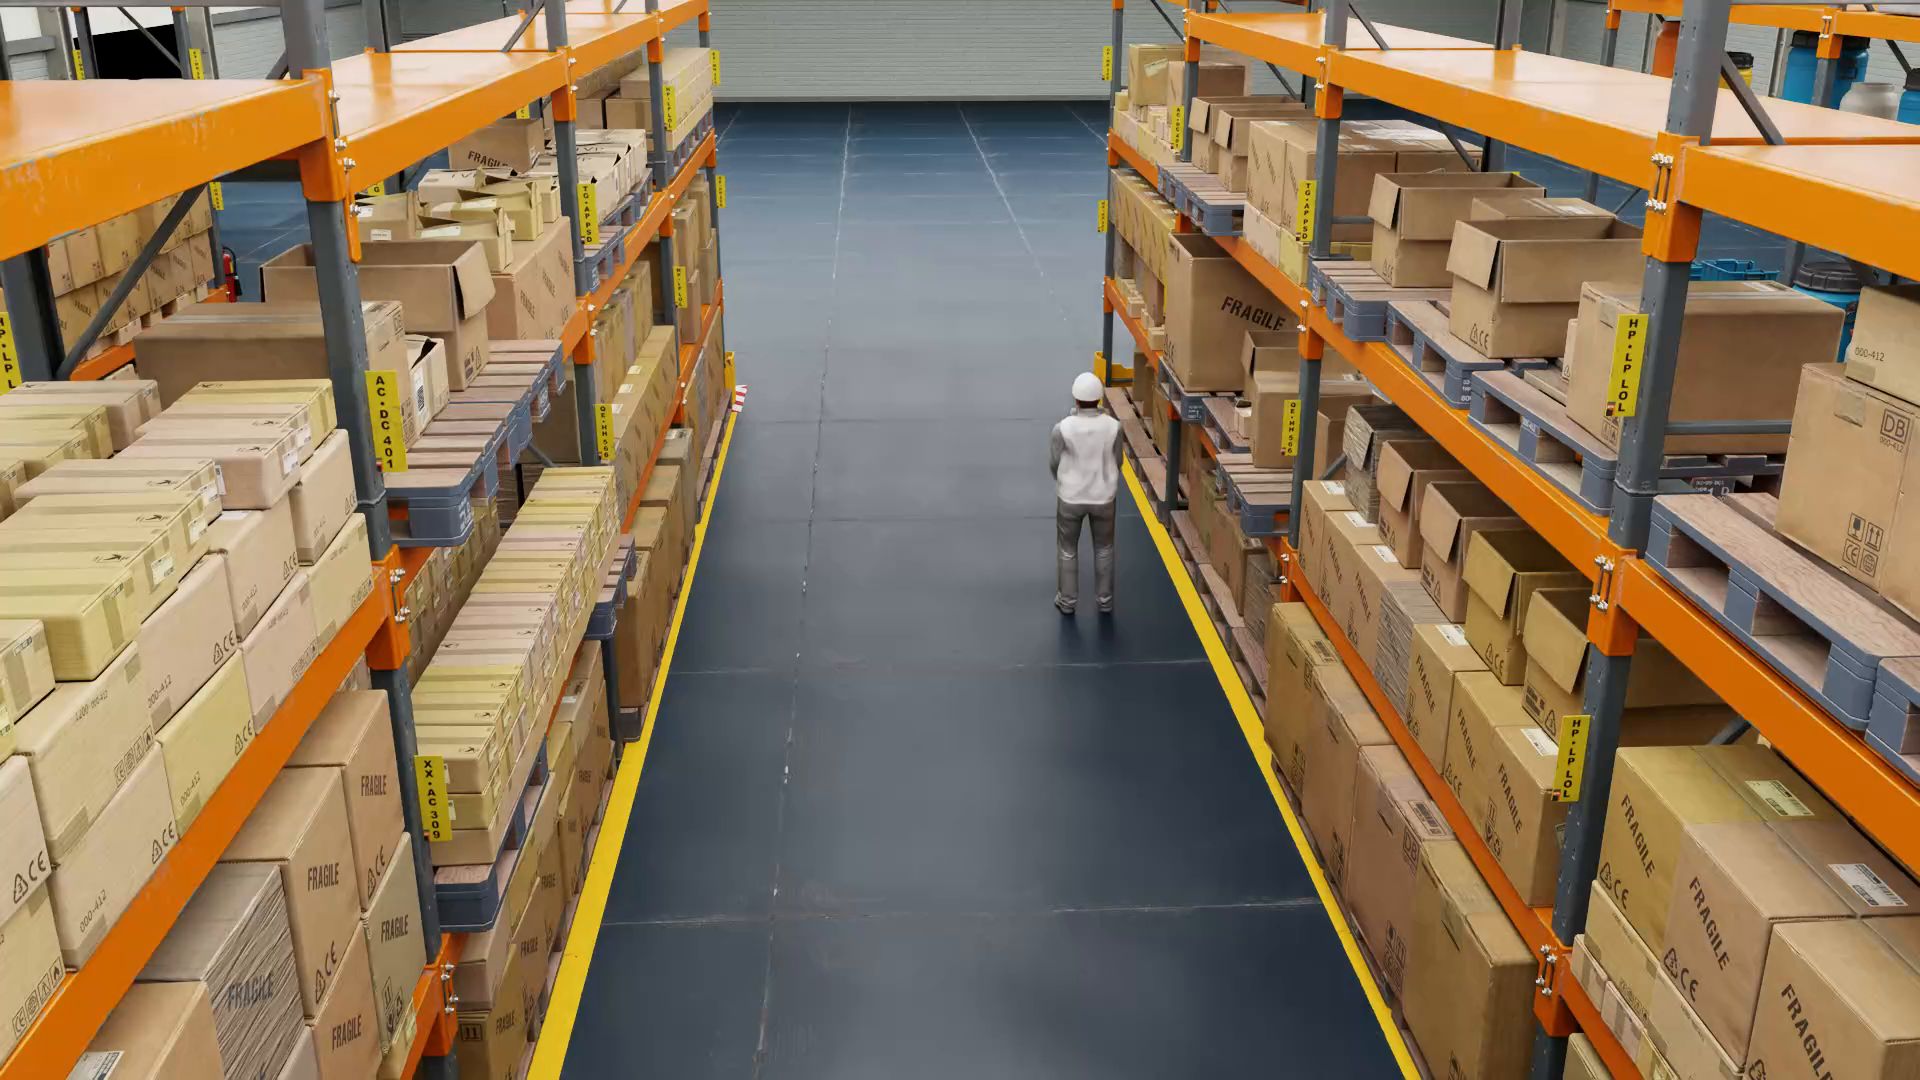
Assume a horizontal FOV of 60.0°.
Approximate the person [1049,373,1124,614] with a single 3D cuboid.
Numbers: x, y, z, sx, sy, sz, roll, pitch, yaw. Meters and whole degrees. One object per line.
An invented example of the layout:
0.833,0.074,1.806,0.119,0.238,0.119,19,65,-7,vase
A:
0.898,-0.343,11.956,0.542,1.780,0.493,-1,20,-4,person
